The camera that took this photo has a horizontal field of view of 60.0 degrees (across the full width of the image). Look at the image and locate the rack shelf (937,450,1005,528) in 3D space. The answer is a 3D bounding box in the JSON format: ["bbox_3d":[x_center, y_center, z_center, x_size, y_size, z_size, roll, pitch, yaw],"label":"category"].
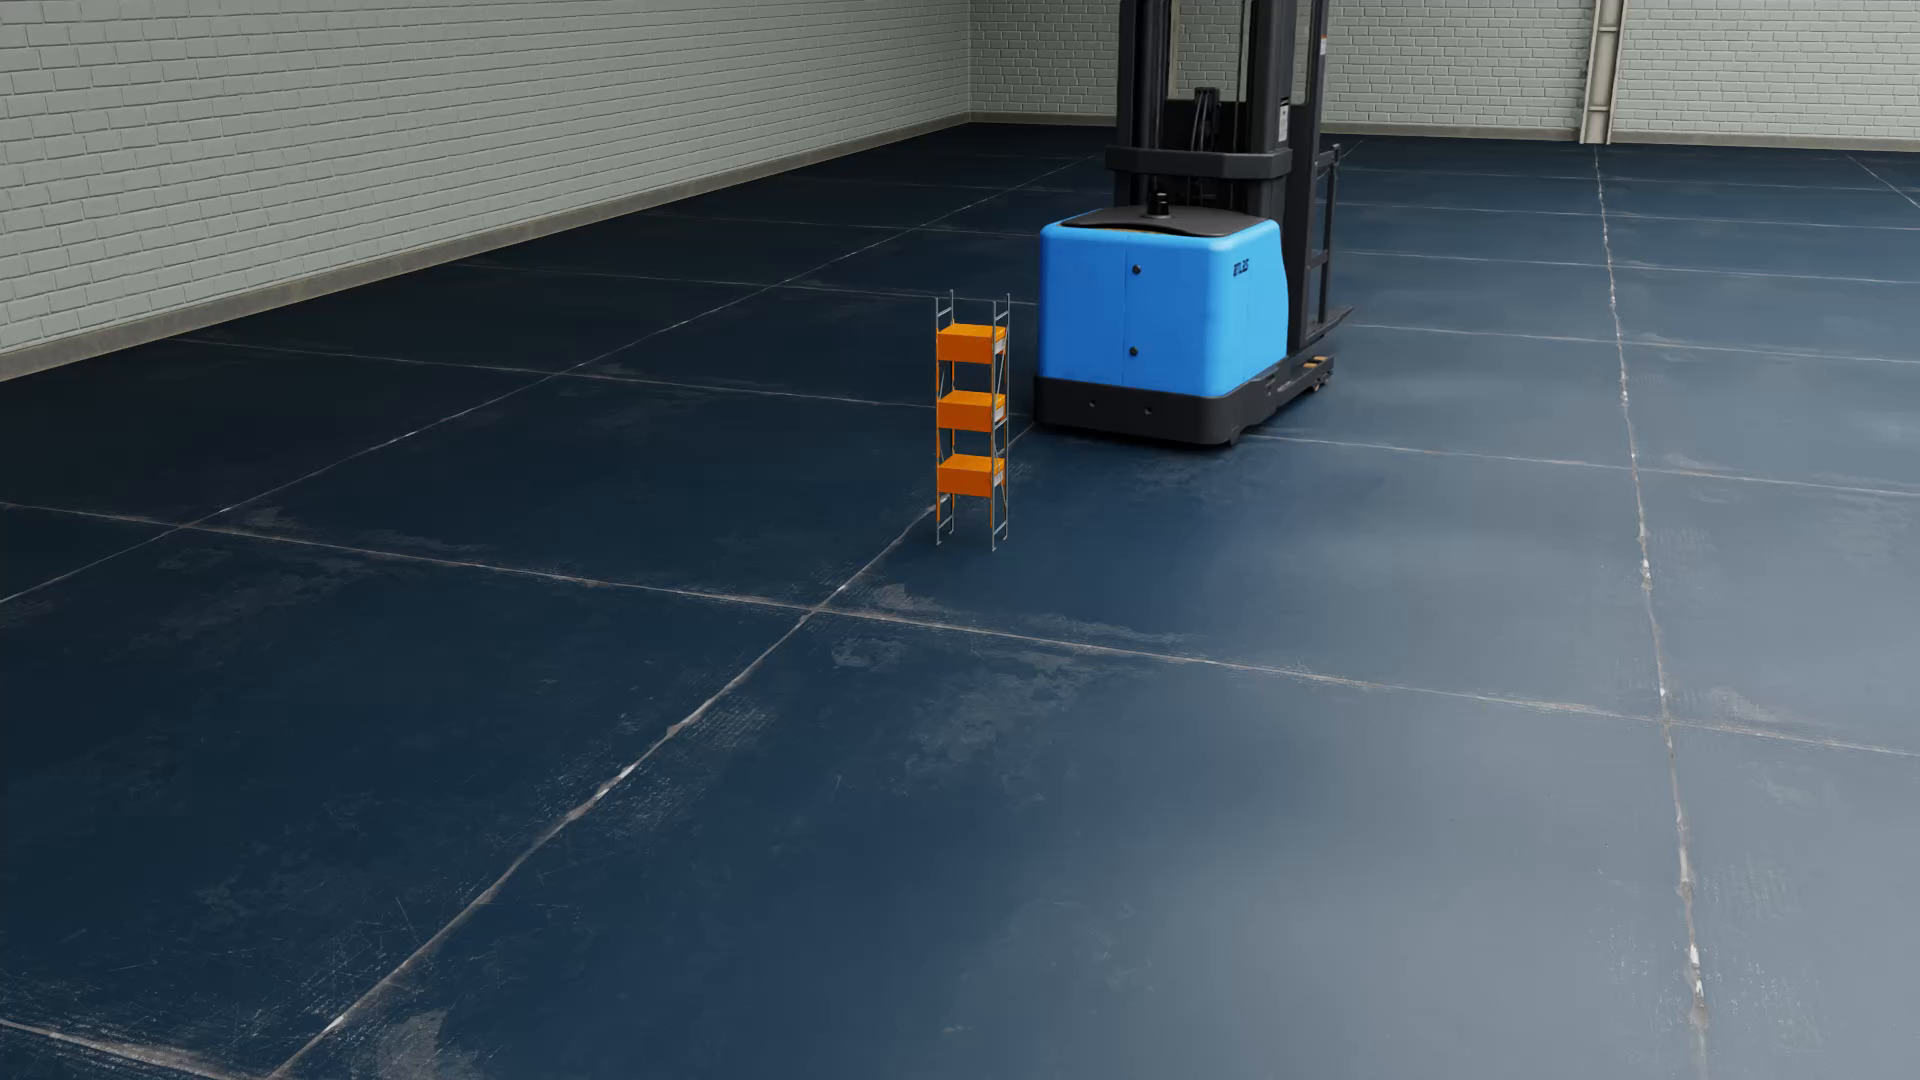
[{"bbox_3d":[0.051,-0.218,6.982,0.240,0.259,0.215,7,20,18],"label":"rack shelf"}]

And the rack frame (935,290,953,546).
[{"bbox_3d":[-0.065,-0.503,6.925,0.008,1.050,0.200,7,20,18],"label":"rack frame"}]

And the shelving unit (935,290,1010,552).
[{"bbox_3d":[0.051,-0.490,6.887,0.252,1.050,0.215,7,20,18],"label":"shelving unit"}]

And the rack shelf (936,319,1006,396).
[{"bbox_3d":[0.051,-0.748,6.797,0.240,0.259,0.215,7,20,18],"label":"rack shelf"}]

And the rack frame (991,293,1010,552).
[{"bbox_3d":[0.166,-0.477,6.849,0.008,1.050,0.200,7,20,18],"label":"rack frame"}]

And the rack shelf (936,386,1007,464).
[{"bbox_3d":[0.051,-0.480,6.890,0.240,0.259,0.215,7,20,18],"label":"rack shelf"}]

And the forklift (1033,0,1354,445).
[{"bbox_3d":[1.524,-2.294,9.203,1.130,2.935,3.031,10,22,27],"label":"forklift"}]

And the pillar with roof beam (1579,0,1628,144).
[{"bbox_3d":[7.170,-8.285,17.174,0.400,9.000,9.100,7,20,18],"label":"pillar with roof beam"}]

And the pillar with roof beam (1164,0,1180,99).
[{"bbox_3d":[1.502,-8.934,19.034,0.400,9.000,9.100,7,20,18],"label":"pillar with roof beam"}]
